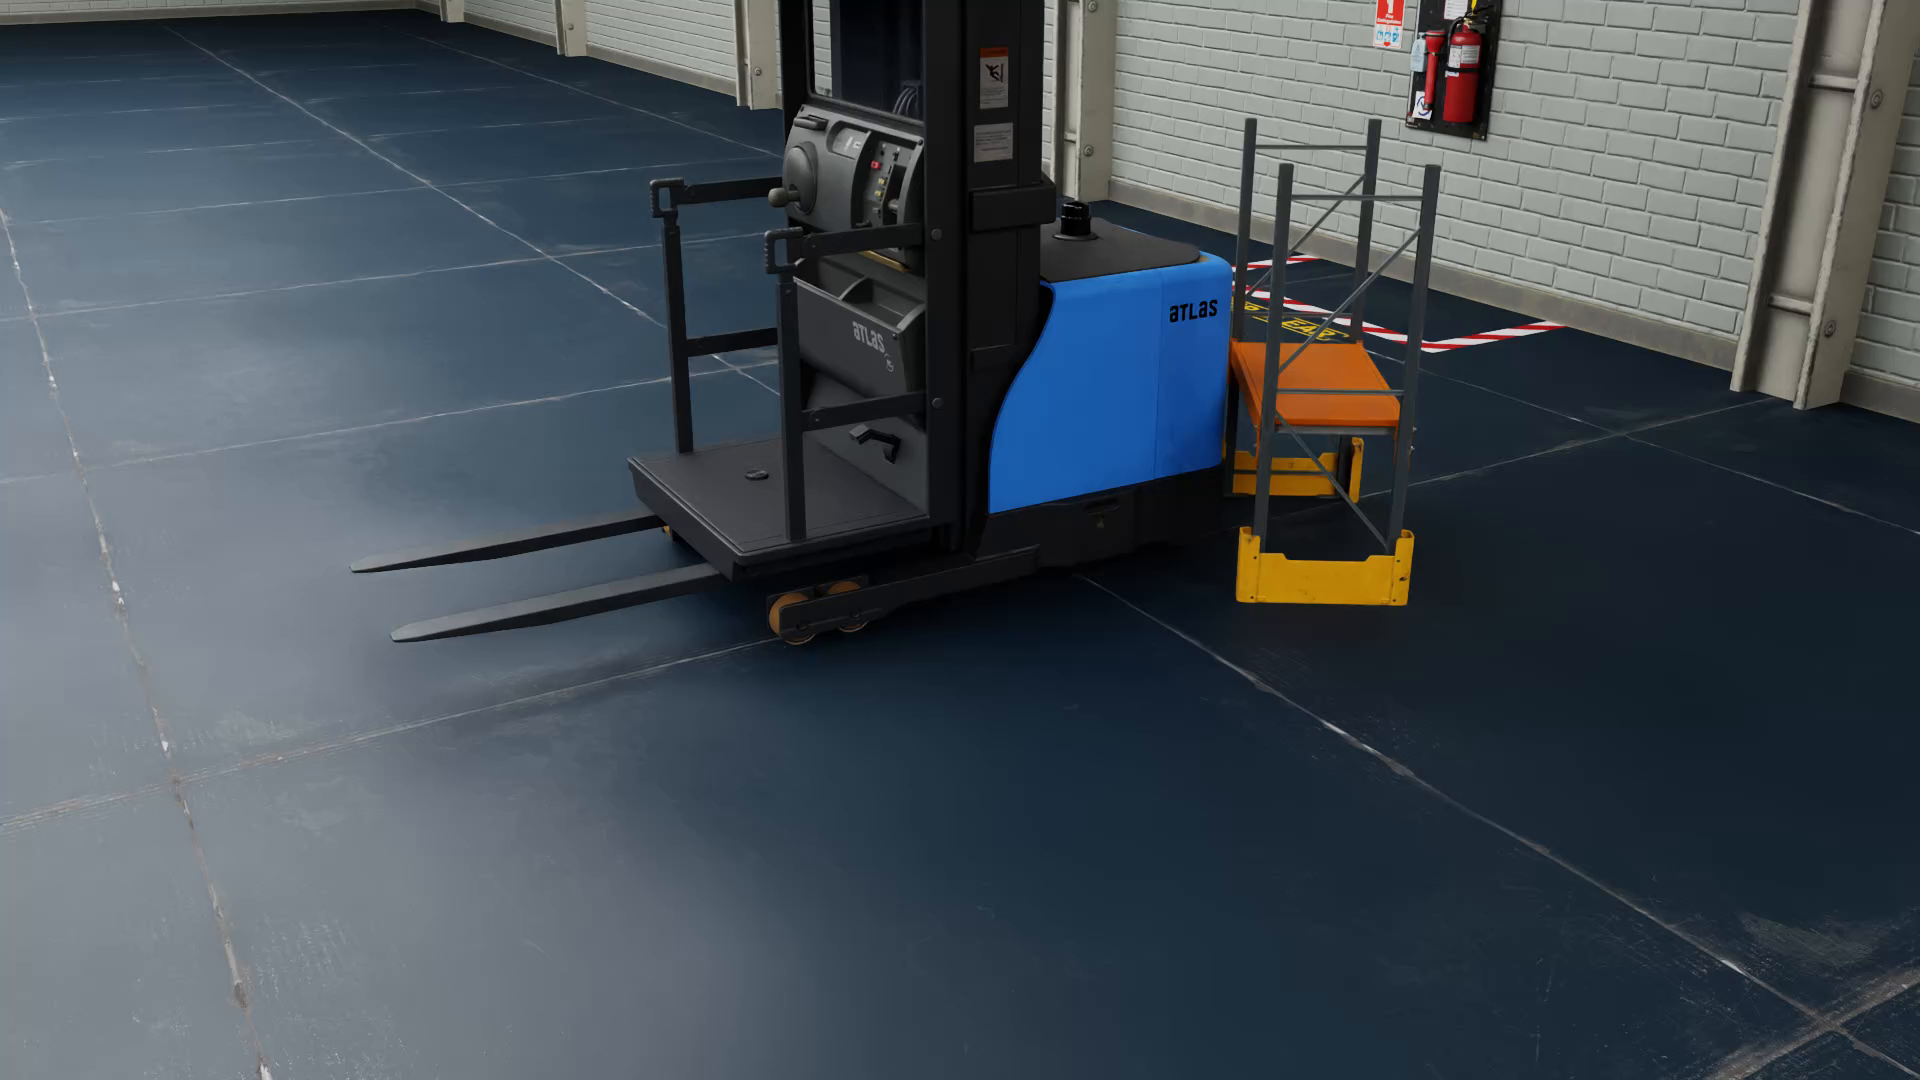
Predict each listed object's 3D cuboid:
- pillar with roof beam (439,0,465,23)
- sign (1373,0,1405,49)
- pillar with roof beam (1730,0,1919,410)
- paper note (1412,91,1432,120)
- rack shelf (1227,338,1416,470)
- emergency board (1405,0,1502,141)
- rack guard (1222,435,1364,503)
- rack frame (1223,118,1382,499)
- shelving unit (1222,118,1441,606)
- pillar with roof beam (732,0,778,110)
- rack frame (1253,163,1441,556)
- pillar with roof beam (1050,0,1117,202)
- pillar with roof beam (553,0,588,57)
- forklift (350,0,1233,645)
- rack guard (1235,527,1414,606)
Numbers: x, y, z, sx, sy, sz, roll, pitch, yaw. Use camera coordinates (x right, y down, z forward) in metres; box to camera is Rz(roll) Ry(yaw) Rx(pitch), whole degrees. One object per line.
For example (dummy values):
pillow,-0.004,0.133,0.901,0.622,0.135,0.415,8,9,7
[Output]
pillar with roof beam,-11.969,-11.813,23.424,9.100,9.000,0.400,-13,25,-28
sign,2.568,-3.115,9.945,0.001,0.329,0.234,-13,25,-28
pillar with roof beam,0.290,-4.044,4.310,9.100,9.000,0.400,-13,25,-28
paper note,2.730,-2.563,9.802,0.016,0.148,0.142,-13,25,-28
rack shelf,1.285,-0.513,6.058,0.538,0.185,1.000,1,22,3
emergency board,2.762,-2.900,9.463,0.194,1.169,0.643,-13,25,-28
rack guard,1.311,-0.284,6.678,0.587,0.250,0.087,1,22,3
rack frame,1.312,-0.870,6.461,0.500,1.500,0.032,1,22,3
shelving unit,1.285,-0.676,5.982,0.587,1.500,1.083,1,22,3
pillar with roof beam,-5.840,-7.928,13.867,9.100,9.000,0.400,-13,25,-28
rack frame,1.259,-0.488,5.520,0.500,1.500,0.032,1,22,3
pillar with roof beam,-2.775,-5.986,9.088,9.100,9.000,0.400,-13,25,-28
pillar with roof beam,-8.905,-9.871,18.645,9.100,9.000,0.400,-13,25,-28
forklift,-0.545,-1.241,5.471,3.031,2.935,1.130,-12,25,-27
rack guard,1.259,0.090,5.757,0.587,0.250,0.087,1,22,3
